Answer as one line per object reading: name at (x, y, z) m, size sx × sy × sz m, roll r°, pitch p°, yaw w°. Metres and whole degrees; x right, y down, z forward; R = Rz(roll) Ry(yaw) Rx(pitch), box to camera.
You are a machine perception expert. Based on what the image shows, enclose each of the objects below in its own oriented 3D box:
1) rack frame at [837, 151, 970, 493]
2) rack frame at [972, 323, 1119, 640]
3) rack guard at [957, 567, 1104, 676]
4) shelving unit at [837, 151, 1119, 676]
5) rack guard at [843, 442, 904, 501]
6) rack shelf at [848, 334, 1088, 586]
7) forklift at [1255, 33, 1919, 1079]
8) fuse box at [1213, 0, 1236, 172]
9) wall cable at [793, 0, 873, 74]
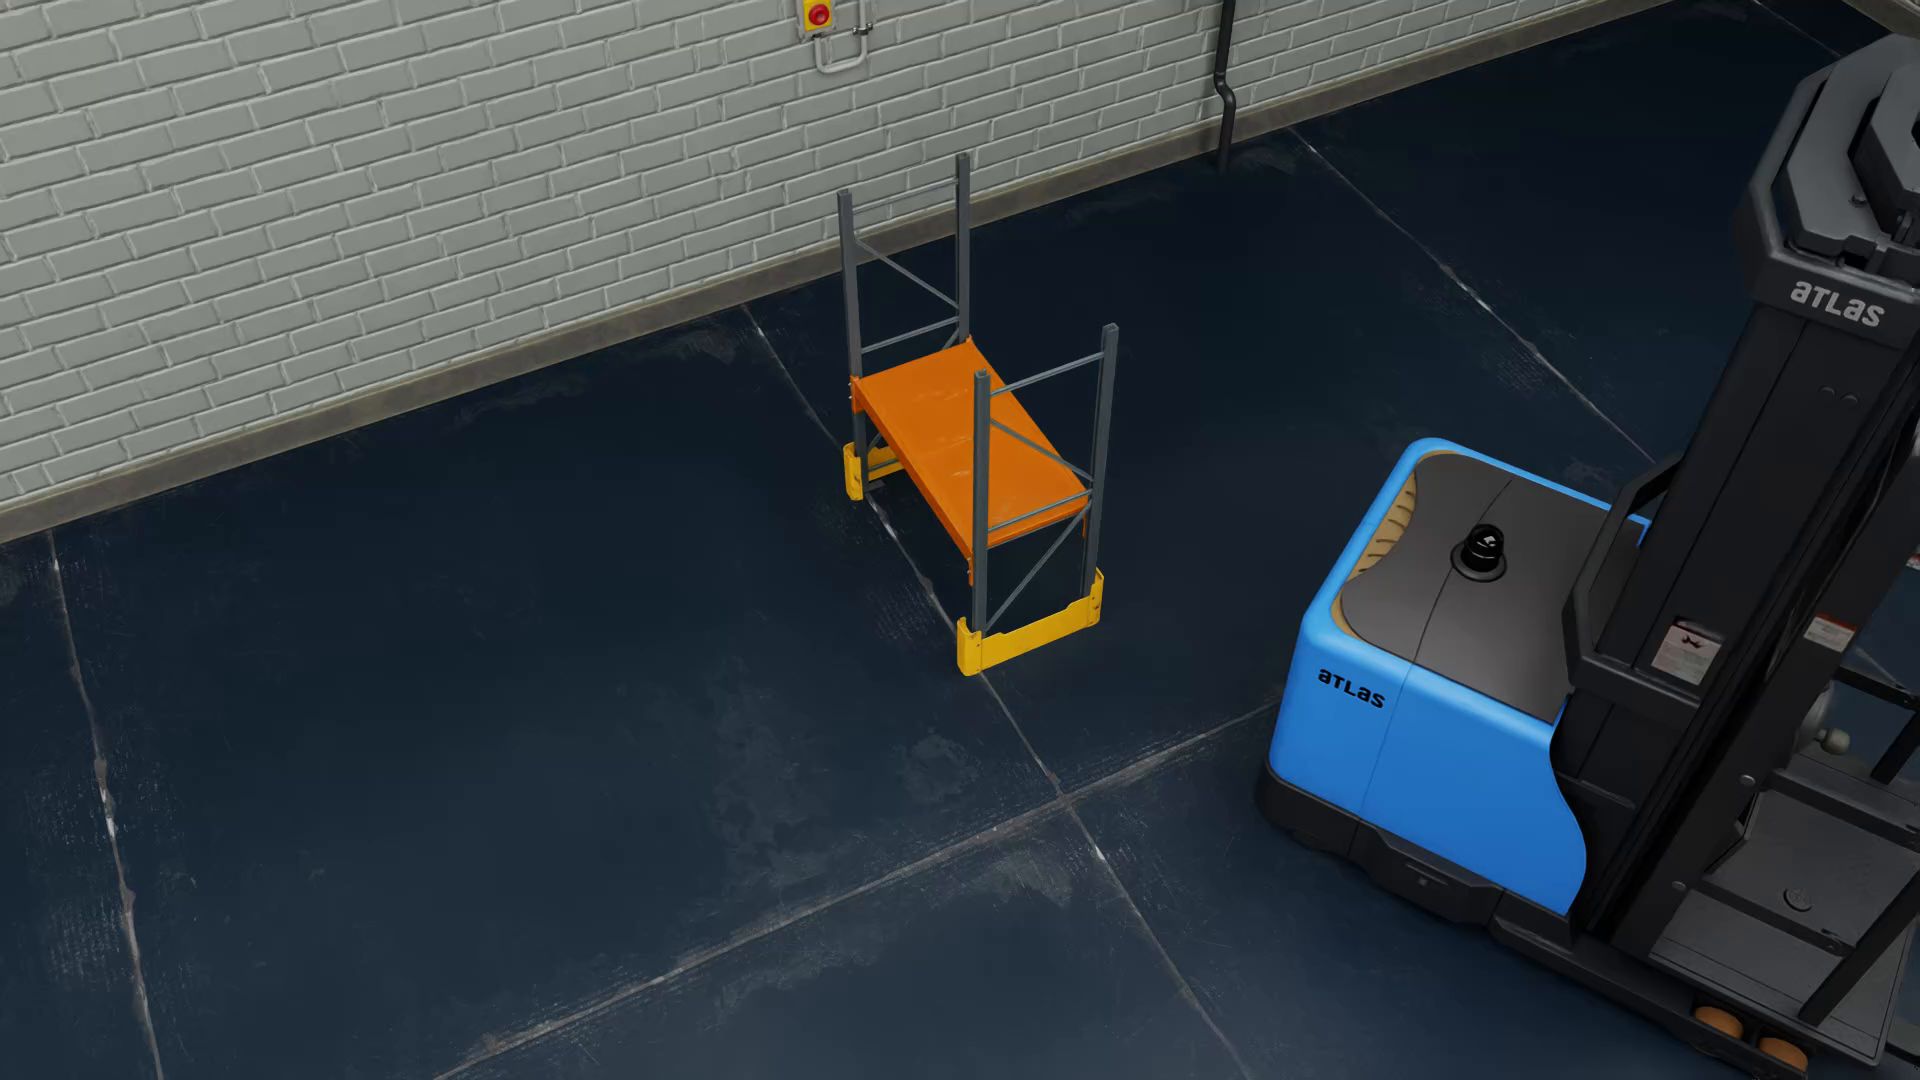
rack frame at (-0.194, -0.777, 6.326) m, size 0.500 × 1.500 × 0.032 m, roll -21°, pitch 52°, yaw -18°
rack frame at (0.272, -0.096, 5.731) m, size 0.500 × 1.500 × 0.032 m, roll -21°, pitch 52°, yaw -18°
rack guard at (0.263, 0.302, 6.212) m, size 0.587 × 0.250 × 0.087 m, roll -21°, pitch 52°, yaw -18°
shelving unit at (0.035, -0.443, 6.033) m, size 0.587 × 1.500 × 1.083 m, roll -21°, pitch 52°, yaw -18°
rack guard at (-0.193, -0.365, 6.795) m, size 0.587 × 0.250 × 0.087 m, roll -21°, pitch 52°, yaw -18°
rack shelf at (0.039, -0.318, 6.164) m, size 0.538 × 0.185 × 1.000 m, roll -21°, pitch 52°, yaw -18°
forklift at (2.546, 0.269, 4.460) m, size 3.031 × 2.935 × 1.130 m, roll 25°, pitch 53°, yaw 20°
fuse box at (1.333, -2.395, 7.601) m, size 0.539 × 1.711 × 0.414 m, roll -21°, pitch 52°, yaw -18°
wall cable at (-0.602, -2.538, 6.174) m, size 0.585 × 1.953 × 0.123 m, roll -21°, pitch 52°, yaw -18°
